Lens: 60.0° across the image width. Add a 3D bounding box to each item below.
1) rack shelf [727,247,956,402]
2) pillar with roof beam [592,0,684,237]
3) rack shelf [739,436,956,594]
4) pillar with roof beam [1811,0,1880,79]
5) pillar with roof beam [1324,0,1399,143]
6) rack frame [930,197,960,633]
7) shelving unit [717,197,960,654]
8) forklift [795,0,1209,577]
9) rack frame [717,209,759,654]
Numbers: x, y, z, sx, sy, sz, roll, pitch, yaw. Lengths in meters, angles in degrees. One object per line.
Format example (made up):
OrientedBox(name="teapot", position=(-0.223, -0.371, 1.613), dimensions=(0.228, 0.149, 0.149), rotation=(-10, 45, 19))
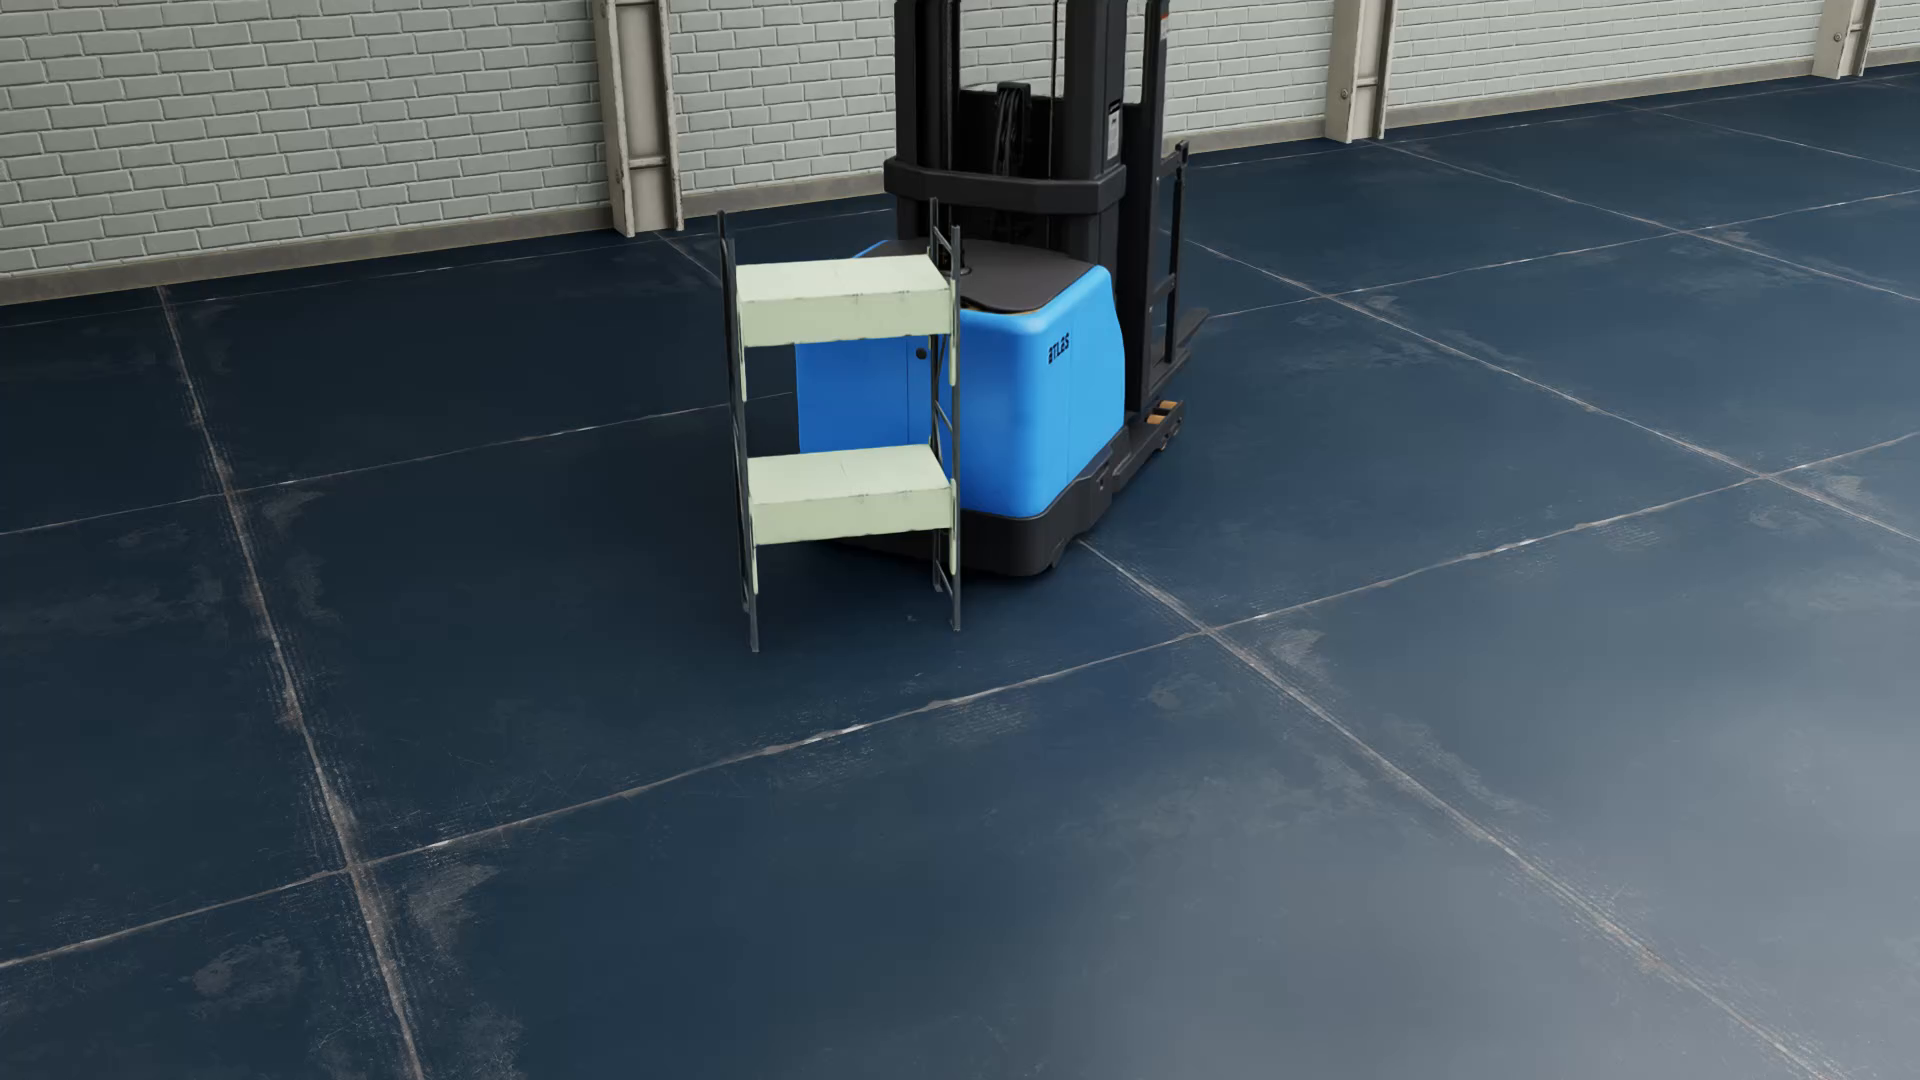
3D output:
OrientedBox(name="rack shelf", position=(-0.410, -0.743, 5.662), dimensions=(0.720, 0.370, 0.431), rotation=(-5, 26, -11))
OrientedBox(name="pillar with roof beam", position=(-0.050, -4.491, 5.706), dimensions=(0.400, 9.000, 9.100), rotation=(-13, 29, -25))
OrientedBox(name="rack shelf", position=(-0.410, -0.097, 5.972), dimensions=(0.720, 0.370, 0.431), rotation=(-5, 26, -11))
OrientedBox(name="pillar with roof beam", position=(10.538, -6.935, 10.797), dimensions=(0.400, 9.000, 9.100), rotation=(-13, 29, -25))
OrientedBox(name="pillar with roof beam", position=(5.244, -5.713, 8.252), dimensions=(0.400, 9.000, 9.100), rotation=(-13, 29, -25))
OrientedBox(name="rack frame", position=(-0.052, -0.424, 5.901), dimensions=(0.023, 1.500, 0.400), rotation=(-5, 26, -11))
OrientedBox(name="shelving unit", position=(-0.410, -0.391, 5.831), dimensions=(0.755, 1.500, 0.431), rotation=(-5, 26, -11))
OrientedBox(name="forklift", position=(0.403, -1.794, 7.101), dimensions=(1.130, 2.935, 3.031), rotation=(11, 28, 21))
OrientedBox(name="rack frame", position=(-0.768, -0.357, 5.761), dimensions=(0.023, 1.500, 0.400), rotation=(-5, 26, -11))
